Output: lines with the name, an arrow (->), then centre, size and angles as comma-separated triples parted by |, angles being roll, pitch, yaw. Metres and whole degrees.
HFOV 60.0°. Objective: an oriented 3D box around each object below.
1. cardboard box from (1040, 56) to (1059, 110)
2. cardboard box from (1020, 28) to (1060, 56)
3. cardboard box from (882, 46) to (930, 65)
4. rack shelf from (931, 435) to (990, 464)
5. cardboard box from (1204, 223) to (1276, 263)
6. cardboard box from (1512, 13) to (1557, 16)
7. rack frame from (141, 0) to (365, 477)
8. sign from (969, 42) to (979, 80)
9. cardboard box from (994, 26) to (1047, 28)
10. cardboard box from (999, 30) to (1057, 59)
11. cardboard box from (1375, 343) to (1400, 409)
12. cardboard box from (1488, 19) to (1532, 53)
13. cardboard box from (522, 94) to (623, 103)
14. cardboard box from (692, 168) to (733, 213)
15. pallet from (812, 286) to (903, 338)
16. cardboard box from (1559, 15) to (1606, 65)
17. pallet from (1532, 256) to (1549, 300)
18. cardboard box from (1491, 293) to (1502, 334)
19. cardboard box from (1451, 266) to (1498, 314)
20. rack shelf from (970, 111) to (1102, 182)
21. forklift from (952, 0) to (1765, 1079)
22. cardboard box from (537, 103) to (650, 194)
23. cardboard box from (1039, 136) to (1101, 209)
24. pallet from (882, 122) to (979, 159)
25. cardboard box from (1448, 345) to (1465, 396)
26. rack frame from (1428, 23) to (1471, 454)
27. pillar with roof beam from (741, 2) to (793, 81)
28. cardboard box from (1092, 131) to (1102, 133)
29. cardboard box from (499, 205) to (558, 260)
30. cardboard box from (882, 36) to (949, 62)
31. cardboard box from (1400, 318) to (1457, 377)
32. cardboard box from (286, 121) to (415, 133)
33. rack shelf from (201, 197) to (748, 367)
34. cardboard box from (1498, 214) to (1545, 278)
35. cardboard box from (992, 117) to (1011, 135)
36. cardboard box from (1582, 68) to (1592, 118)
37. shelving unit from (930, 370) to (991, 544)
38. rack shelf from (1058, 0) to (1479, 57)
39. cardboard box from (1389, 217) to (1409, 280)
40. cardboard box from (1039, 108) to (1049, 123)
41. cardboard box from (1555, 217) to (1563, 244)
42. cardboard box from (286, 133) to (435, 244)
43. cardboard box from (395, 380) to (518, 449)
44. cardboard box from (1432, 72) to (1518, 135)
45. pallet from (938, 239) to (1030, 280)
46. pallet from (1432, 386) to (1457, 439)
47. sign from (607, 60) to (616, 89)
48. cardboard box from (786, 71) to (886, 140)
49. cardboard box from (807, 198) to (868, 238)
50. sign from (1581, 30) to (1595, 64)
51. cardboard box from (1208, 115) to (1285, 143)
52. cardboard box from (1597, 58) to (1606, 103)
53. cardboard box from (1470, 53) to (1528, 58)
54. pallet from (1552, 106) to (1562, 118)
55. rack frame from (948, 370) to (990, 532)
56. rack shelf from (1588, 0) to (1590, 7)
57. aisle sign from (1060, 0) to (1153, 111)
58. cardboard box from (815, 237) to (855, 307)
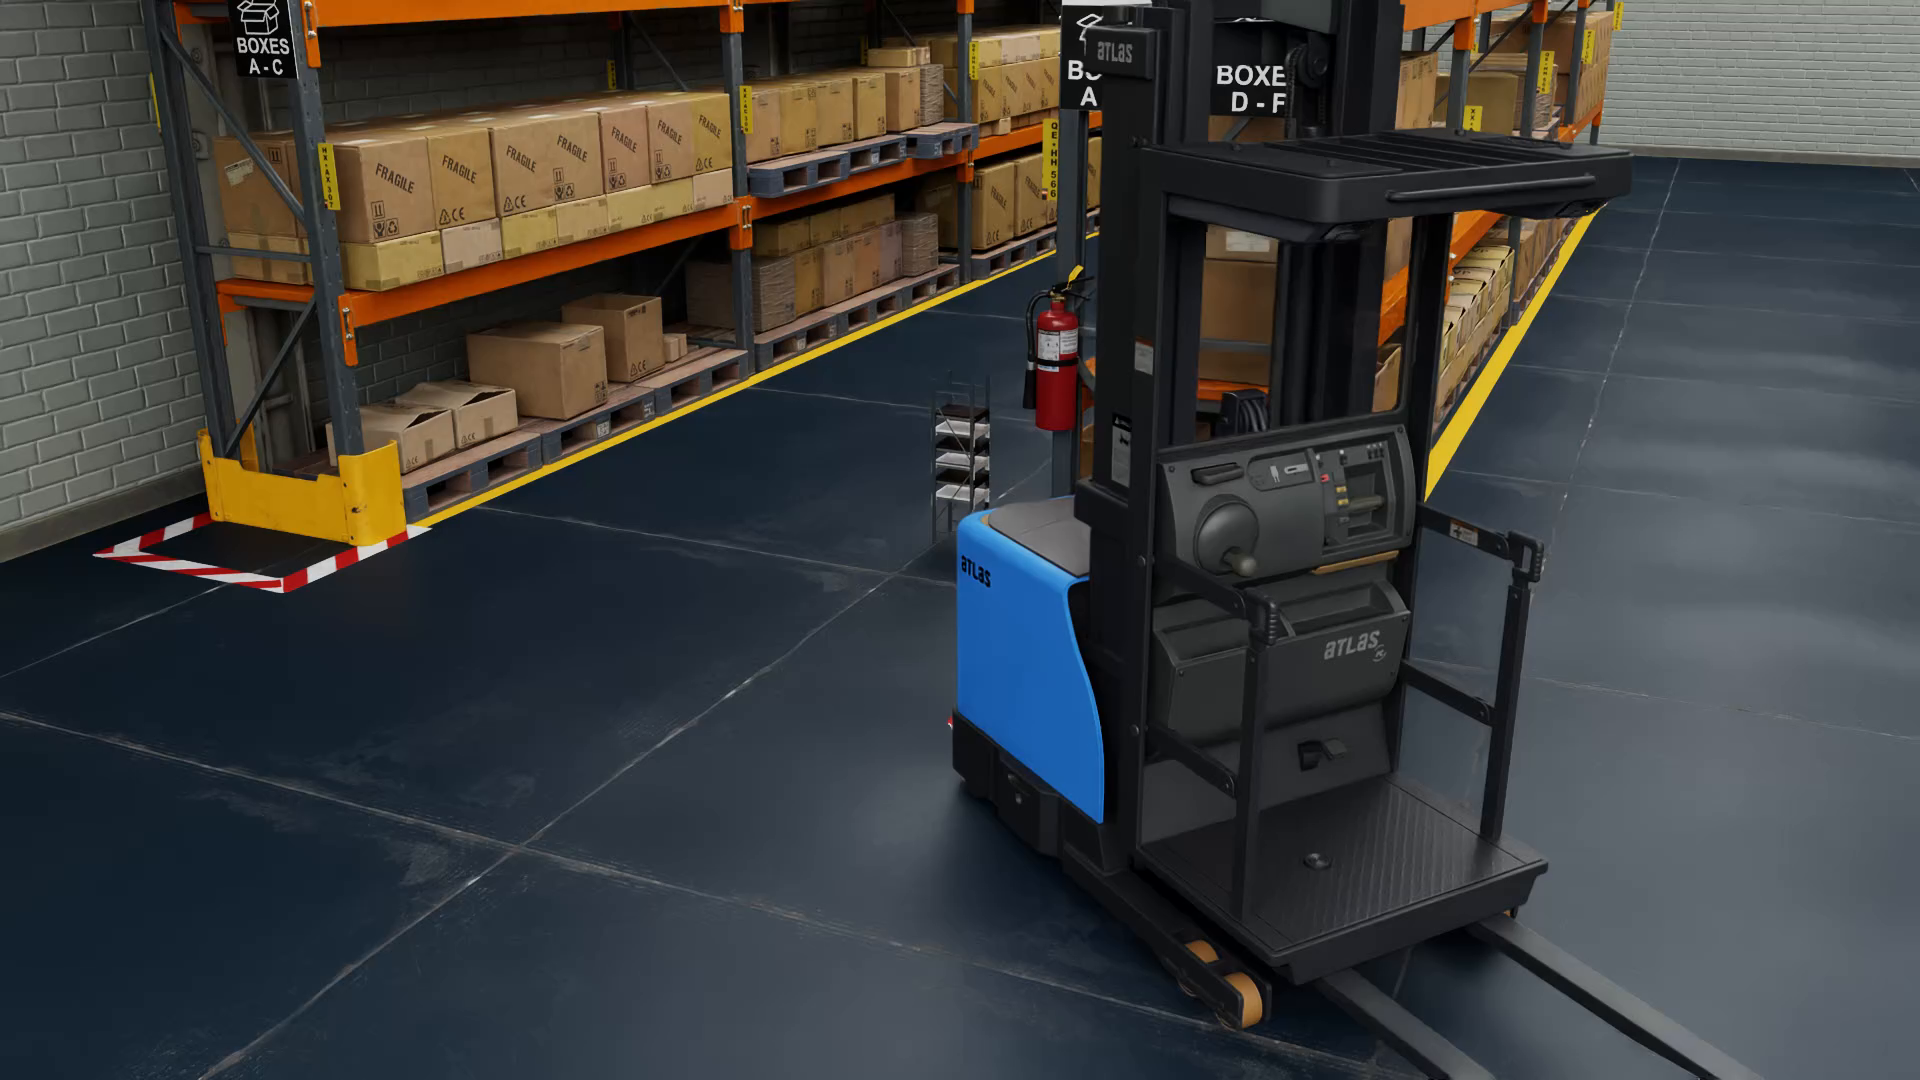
cardboard box -> 0.692, -4.708, 17.108 | 0.500, 0.500, 0.500 | 9, 22, 24
cardboard box -> 0.879, -5.211, 17.404 | 0.500, 0.250, 0.500 | 9, 21, 24
cardboard box -> -0.487, -4.378, 15.028 | 0.380, 0.149, 0.250 | 6, 20, 16
rack shelf -> 0.003, -0.480, 8.806 | 0.258, 0.077, 0.200 | 9, 21, 23
cardboard box -> 1.228, -1.246, 6.880 | 0.380, 0.149, 0.250 | 8, 21, 22
cardboard box -> 6.584, -5.800, 19.160 | 0.500, 0.500, 0.500 | 9, 21, 23
rack frame -> -3.650, -1.482, 8.659 | 1.000, 3.000, 0.127 | 9, 21, 23
sign -> 0.125, -4.364, 15.153 | 0.100, 0.325, 0.005 | 9, 21, 23
cardboard box -> 0.630, -5.434, 18.031 | 0.500, 0.250, 0.500 | 9, 21, 23
cardboard box -> 0.671, -5.055, 16.965 | 0.500, 0.250, 0.500 | 8, 21, 22
cardboard box -> 2.102, -0.805, 9.114 | 0.500, 0.500, 0.500 | 9, 21, 23
cardboard box -> 5.756, -5.180, 17.416 | 0.500, 0.500, 0.500 | 9, 21, 23
cardboard box -> -2.610, -2.724, 11.227 | 0.500, 0.500, 0.500 | 8, 21, 22
cardboard box -> -1.929, -2.457, 11.595 | 0.500, 0.250, 0.500 | 9, 21, 23
pallet -> -1.196, -2.003, 14.287 | 1.003, 0.211, 1.213 | 9, 21, 23
cardboard box -> 6.867, -5.568, 18.508 | 0.500, 0.500, 0.500 | 9, 22, 24
pallet -> 4.988, -2.530, 15.767 | 1.003, 0.211, 1.213 | 9, 21, 23
cardboard box -> 3.947, -1.799, 13.027 | 0.500, 0.250, 0.500 | 8, 21, 22
cardboard box -> 3.741, -1.908, 12.497 | 0.500, 0.311, 0.500 | 8, 21, 22
rack shelf -> 0.445, -4.200, 17.375 | 1.077, 0.370, 4.000 | 9, 21, 23
forklift -> 1.120, -0.108, 4.899 | 1.130, 2.935, 3.031 | -10, 22, -27
cardboard box -> -2.338, -2.504, 10.608 | 0.500, 0.500, 0.500 | 8, 21, 21
cardboard box -> 1.117, -4.119, 18.655 | 0.750, 0.750, 0.750 | 9, 21, 23
pallet -> -0.568, -3.605, 14.914 | 1.213, 0.211, 1.003 | 9, 21, 23
cardboard box -> 3.111, -1.174, 11.269 | 0.500, 0.250, 0.500 | 9, 22, 24
rack frame -> 2.509, -2.026, 10.189 | 1.000, 3.000, 0.127 | 9, 21, 23
pillar with roof beam -> 2.232, -5.885, 12.086 | 9.100, 9.000, 0.400 | 9, 21, 23
cardboard box -> 1.849, -4.992, 20.666 | 0.380, 0.149, 0.250 | 9, 21, 23
cardboard box -> -2.746, -1.842, 9.865 | 0.500, 0.250, 0.500 | 8, 21, 22
cardboard box -> -0.424, -4.652, 15.830 | 0.500, 0.250, 0.500 | 9, 22, 24
cardboard box -> 2.906, -1.285, 10.745 | 0.500, 0.311, 0.500 | 9, 21, 23
cardboard box -> -3.435, -2.100, 9.471 | 0.500, 0.500, 0.500 | 9, 21, 23
rack shelf -> -2.831, -1.754, 10.499 | 1.077, 0.370, 4.000 | 9, 21, 23
cardboard box -> 5.014, -2.692, 15.135 | 0.500, 0.500, 0.500 | 8, 21, 22
cardboard box -> 0.270, -4.033, 16.177 | 0.380, 0.149, 0.250 | 9, 22, 24
cardboard box -> 6.449, -4.794, 17.823 | 0.500, 0.500, 0.500 | 9, 21, 24
shelving unit -> 0.003, -0.426, 8.825 | 0.258, 0.900, 0.210 | 9, 21, 23
rack shelf -> 1.690, -2.489, 8.088 | 1.077, 0.370, 4.000 | 9, 21, 23
cardboard box -> 2.123, -1.775, 9.333 | 0.700, 0.500, 0.500 | 8, 21, 22
cardboard box -> 0.705, -4.437, 17.314 | 0.380, 0.149, 0.250 | 9, 22, 24
cardboard box -> 5.845, -3.311, 16.876 | 0.500, 0.500, 0.500 | 8, 21, 22
cardboard box -> -3.180, -1.879, 8.849 | 0.500, 0.500, 0.500 | 9, 21, 23
cardboard box -> -3.051, -0.796, 10.086 | 0.500, 0.311, 0.500 | 11, 22, 27
cardboard box -> 4.302, -3.702, 14.125 | 0.700, 0.500, 0.500 | 2, 20, 4
pallet -> 0.018, -2.844, 16.651 | 1.003, 0.211, 1.213 | 9, 21, 23
pallet -> 2.775, -0.943, 11.305 | 1.003, 0.211, 1.213 | 9, 21, 23
sign -> -2.519, -3.325, 12.114 | 0.100, 0.325, 0.005 | 9, 21, 23
cardboard box -> -1.047, -3.653, 13.958 | 0.700, 0.500, 0.500 | 9, 21, 23
cardboard box -> -1.117, -2.759, 14.206 | 0.500, 0.250, 0.500 | 8, 21, 22
sign -> 6.293, -4.942, 16.661 | 0.100, 0.325, 0.005 | 9, 21, 23
cardboard box -> 1.096, -1.619, 6.959 | 0.700, 0.500, 0.500 | 9, 21, 23
cardboard box -> 7.279, -5.408, 19.550 | 0.500, 0.500, 0.500 | 9, 21, 23
cardboard box -> 5.387, -4.602, 16.658 | 0.700, 0.500, 0.500 | 2, 20, 4
pallet -> 5.358, -4.152, 16.453 | 1.003, 0.211, 1.213 | 9, 21, 23
rack frame -> 0.045, -0.458, 8.912 | 0.240, 0.900, 0.006 | 9, 21, 23
rack shelf -> 6.604, -6.157, 18.403 | 1.077, 0.370, 4.000 | 9, 21, 23
aisle sign -> 0.576, -2.048, 6.372 | 0.394, 0.787, 0.004 | 9, 21, 23
cardboard box -> -1.314, -2.277, 13.968 | 0.700, 0.500, 0.500 | 9, 21, 23
